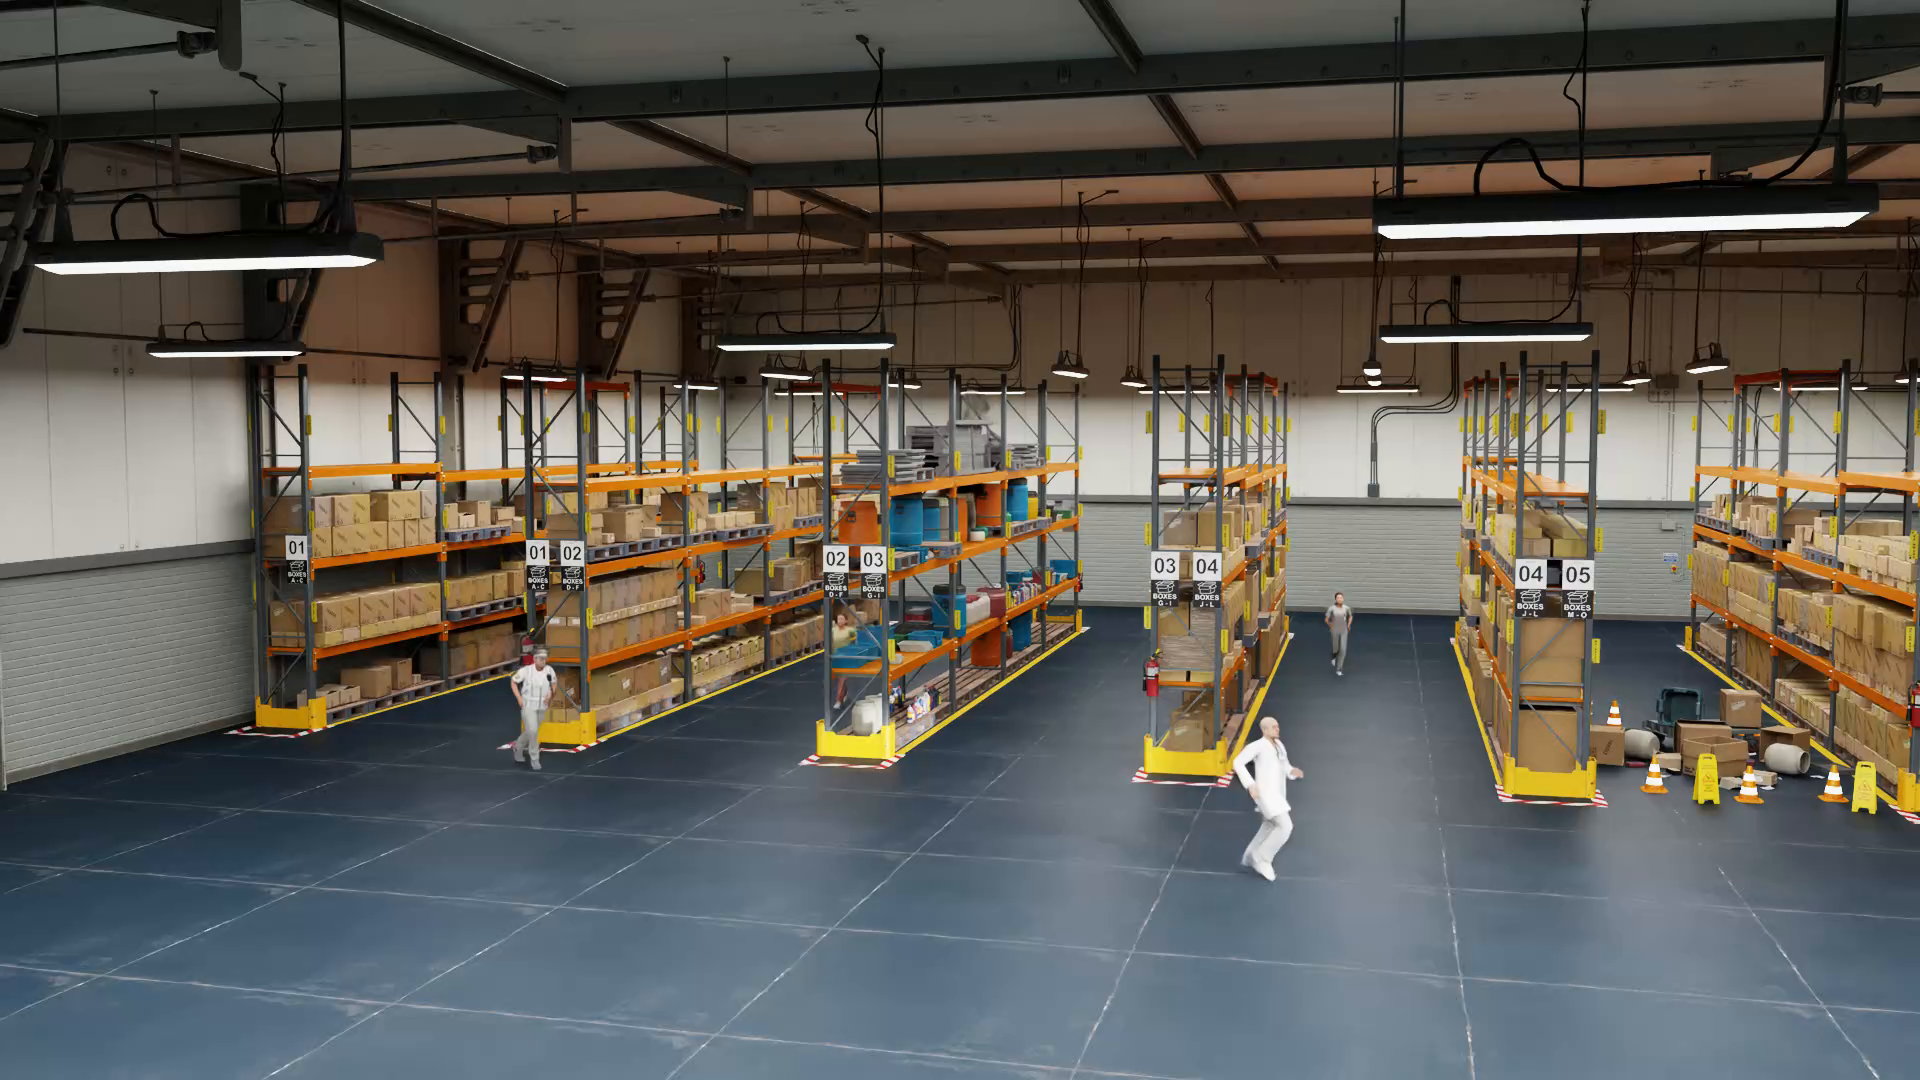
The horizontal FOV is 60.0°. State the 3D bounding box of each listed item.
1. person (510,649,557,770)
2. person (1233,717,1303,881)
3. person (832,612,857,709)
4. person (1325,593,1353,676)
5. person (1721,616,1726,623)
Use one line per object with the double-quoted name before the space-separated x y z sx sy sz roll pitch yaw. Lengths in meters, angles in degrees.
"person" -6.294 2.466 24.505 0.683 1.791 0.873 -3 5 -39
"person" 3.442 2.853 18.386 0.762 1.790 0.675 3 5 38
"person" -2.093 2.106 29.489 0.585 1.658 0.897 1 4 13
"person" 7.636 1.877 33.501 0.567 1.650 0.805 0 4 4
"person" 17.700 1.611 38.046 0.584 1.520 0.821 3 5 38
